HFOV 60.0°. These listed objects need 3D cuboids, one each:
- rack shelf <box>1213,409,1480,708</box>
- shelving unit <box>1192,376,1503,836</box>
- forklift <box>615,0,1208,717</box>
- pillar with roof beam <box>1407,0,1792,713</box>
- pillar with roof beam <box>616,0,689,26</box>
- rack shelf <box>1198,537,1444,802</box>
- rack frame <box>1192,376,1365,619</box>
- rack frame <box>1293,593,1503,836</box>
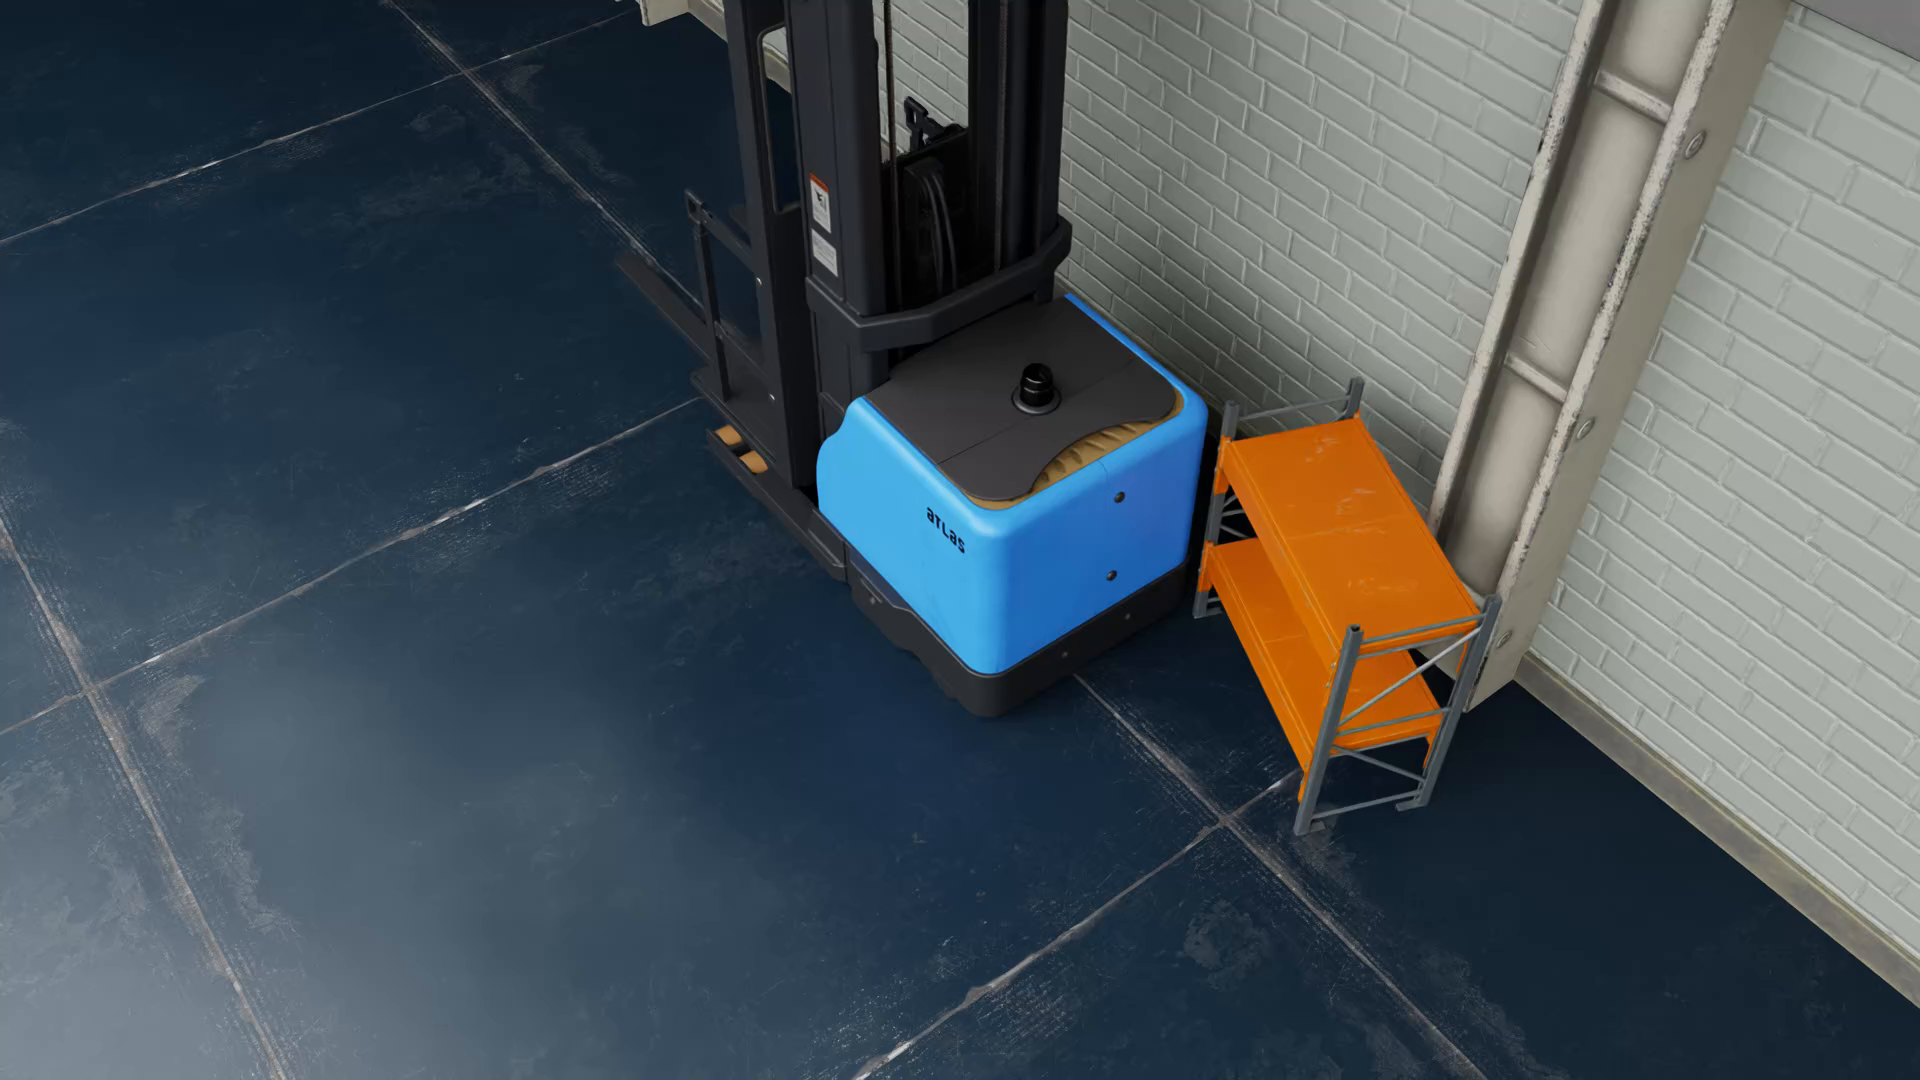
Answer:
[{"bbox_3d":[1.279,0.038,5.558,0.538,0.278,1.000,-11,49,-10],"label":"rack shelf"},{"bbox_3d":[1.280,0.235,5.775,0.538,1.125,1.048,-11,49,-10],"label":"shelving unit"},{"bbox_3d":[-0.408,-1.387,6.028,1.130,2.935,3.031,-29,54,-24],"label":"forklift"},{"bbox_3d":[-1.554,-0.632,1.248,9.100,9.000,0.400,-29,54,-24],"label":"pillar with roof beam"},{"bbox_3d":[-5.187,-4.170,4.455,9.100,9.000,0.400,-29,54,-24],"label":"pillar with roof beam"},{"bbox_3d":[1.281,0.399,5.956,0.538,0.278,1.000,-11,49,-10],"label":"rack shelf"},{"bbox_3d":[1.150,-0.129,6.105,0.500,1.125,0.032,-11,49,-10],"label":"rack frame"},{"bbox_3d":[1.411,0.599,5.445,0.500,1.125,0.032,-11,49,-10],"label":"rack frame"}]
